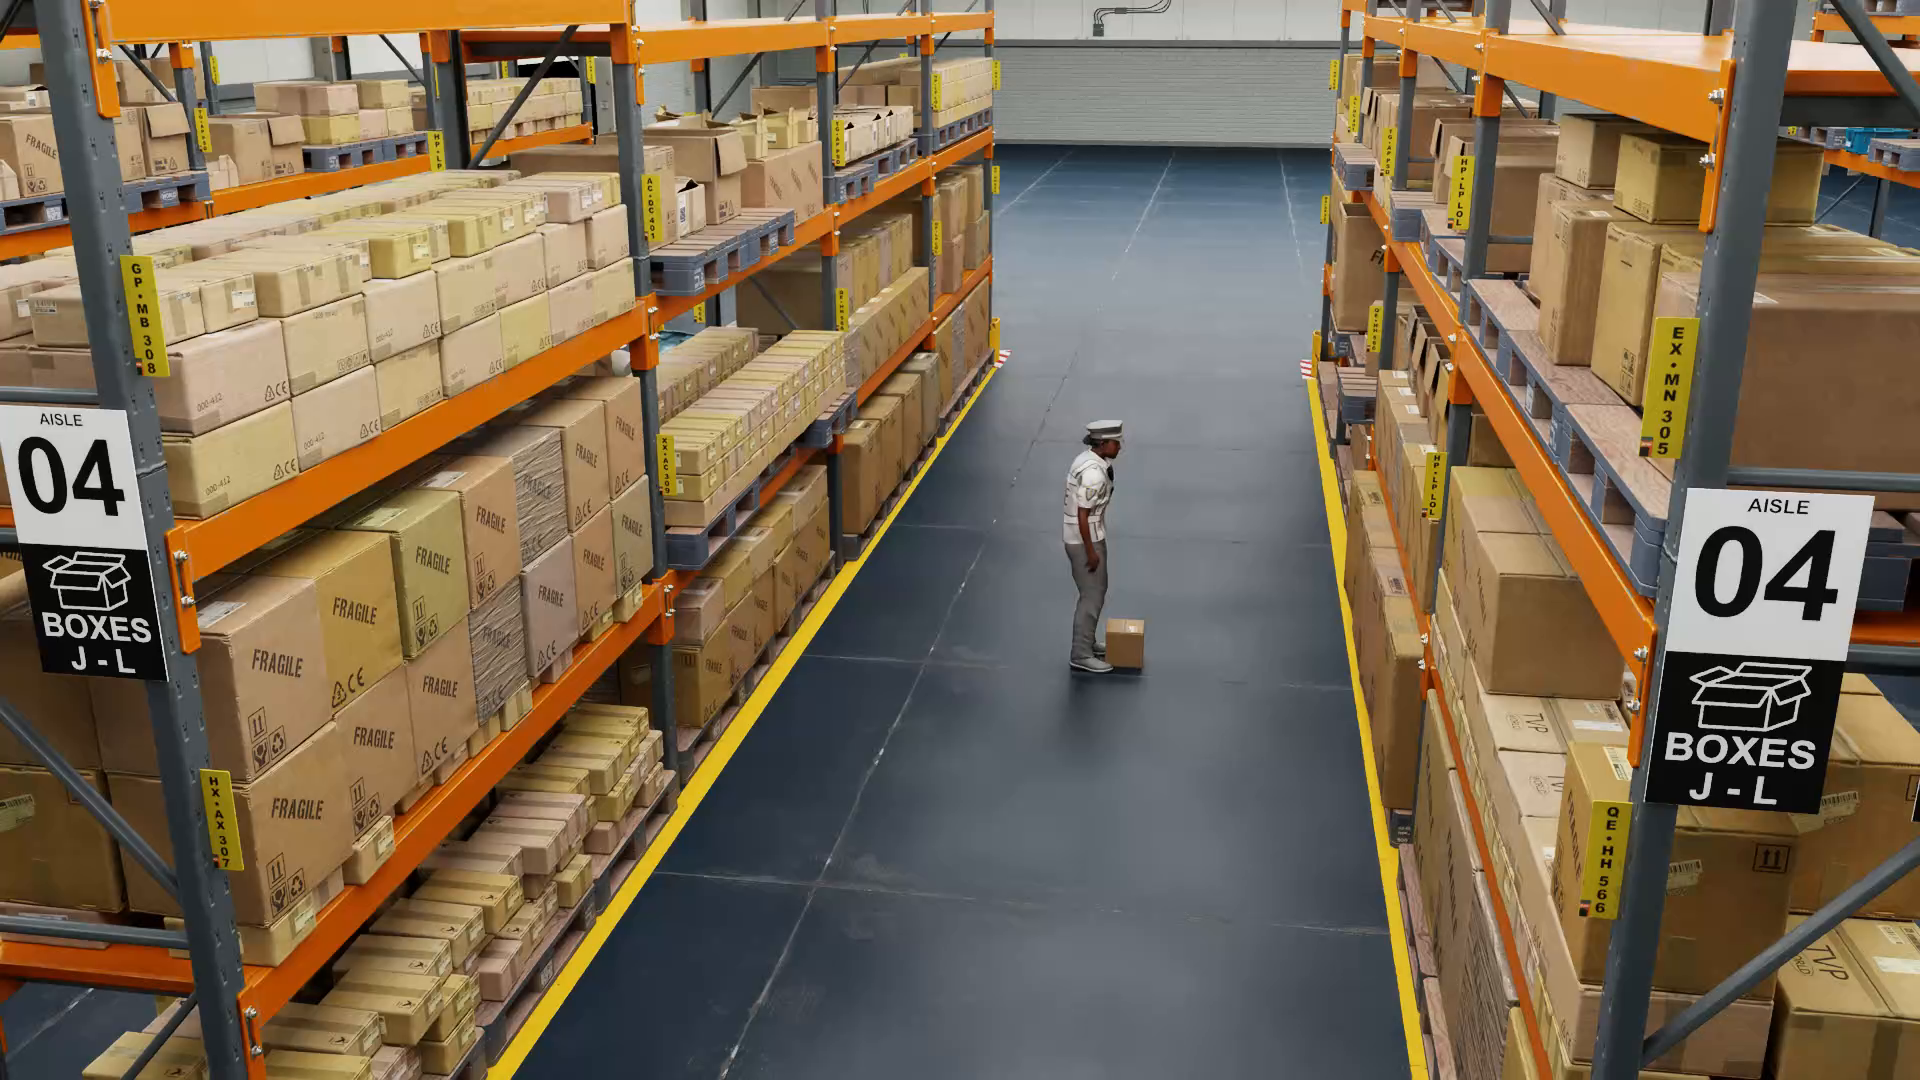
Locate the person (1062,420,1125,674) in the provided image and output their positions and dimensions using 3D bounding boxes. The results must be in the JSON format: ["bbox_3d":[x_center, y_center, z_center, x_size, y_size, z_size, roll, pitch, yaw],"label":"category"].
[{"bbox_3d":[0.871,0.020,10.999,0.396,1.657,0.503,3,18,8],"label":"person"}]
